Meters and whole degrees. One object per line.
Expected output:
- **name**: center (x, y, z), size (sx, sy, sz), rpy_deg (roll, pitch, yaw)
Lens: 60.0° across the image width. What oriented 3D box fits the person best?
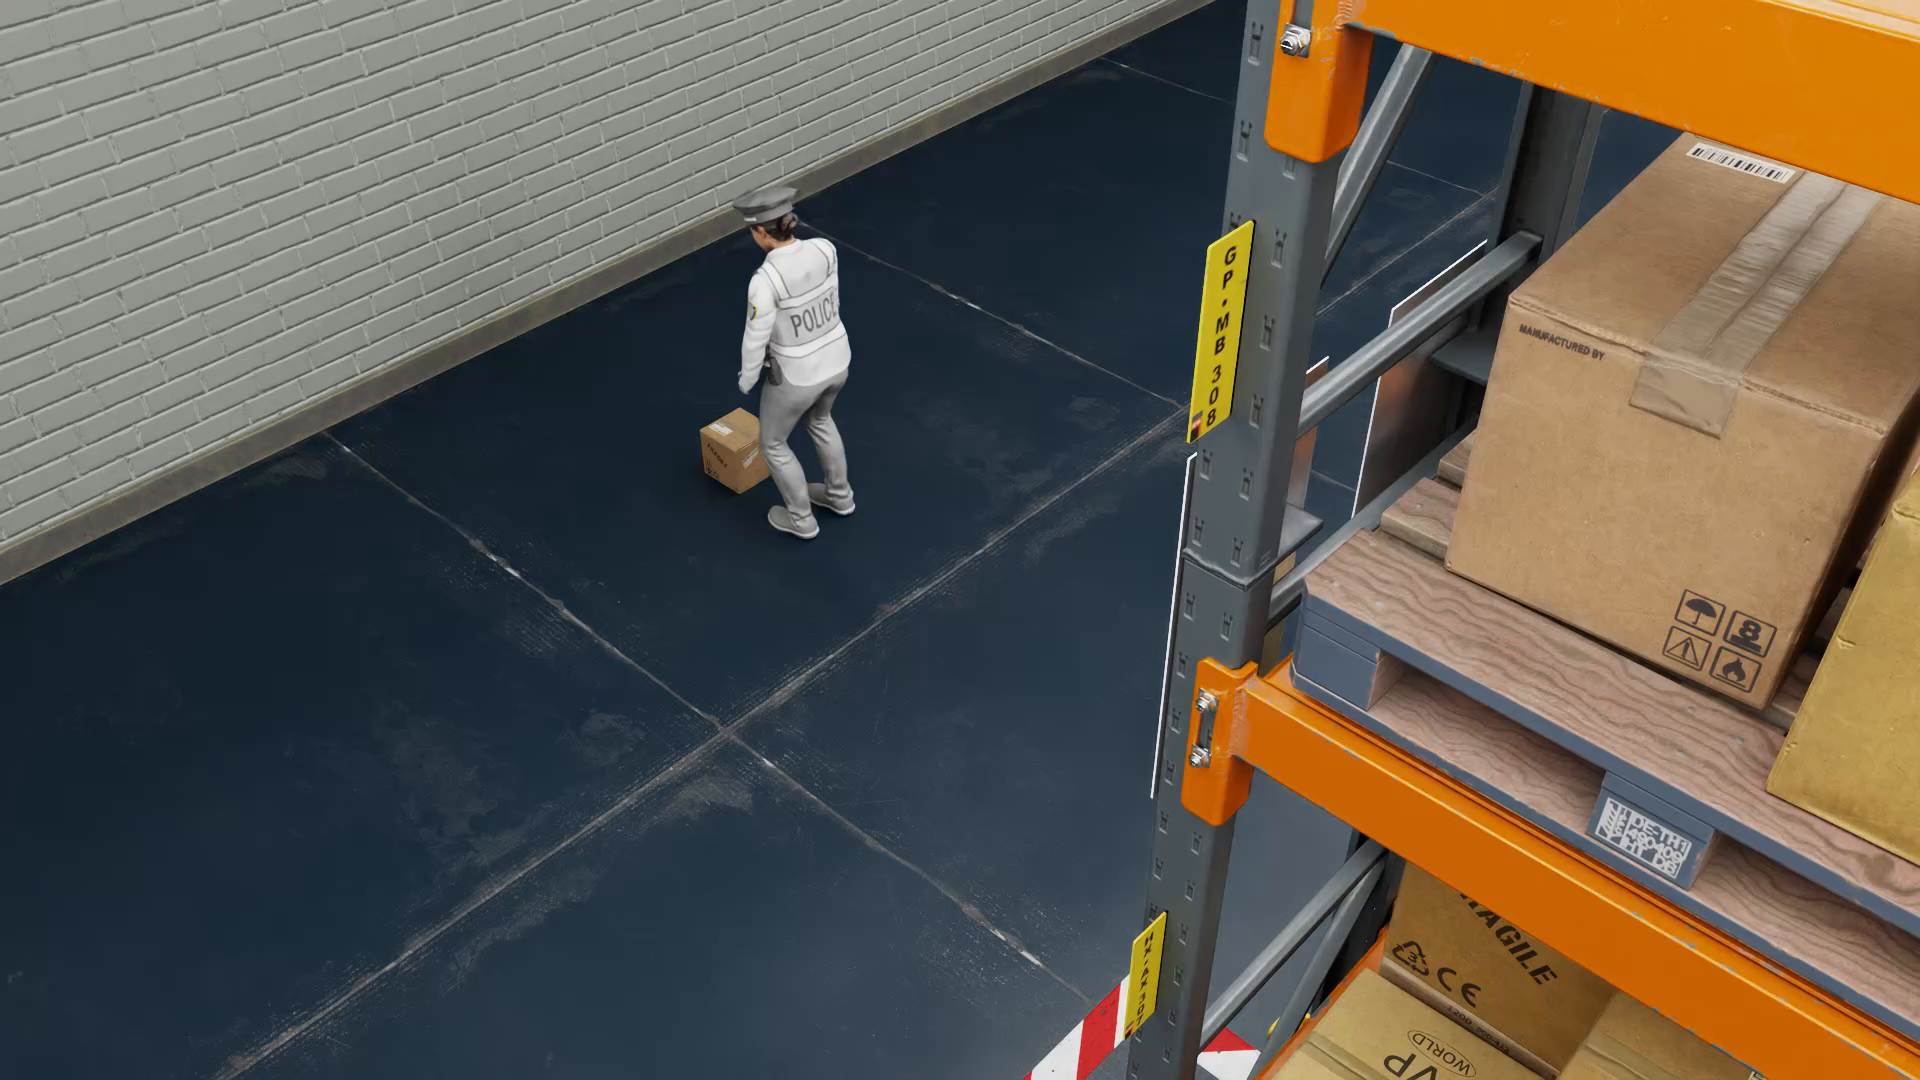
- **person**: center (-0.708, -0.728, 7.081), size (0.447, 1.619, 0.500), rpy_deg (32, 49, 32)
